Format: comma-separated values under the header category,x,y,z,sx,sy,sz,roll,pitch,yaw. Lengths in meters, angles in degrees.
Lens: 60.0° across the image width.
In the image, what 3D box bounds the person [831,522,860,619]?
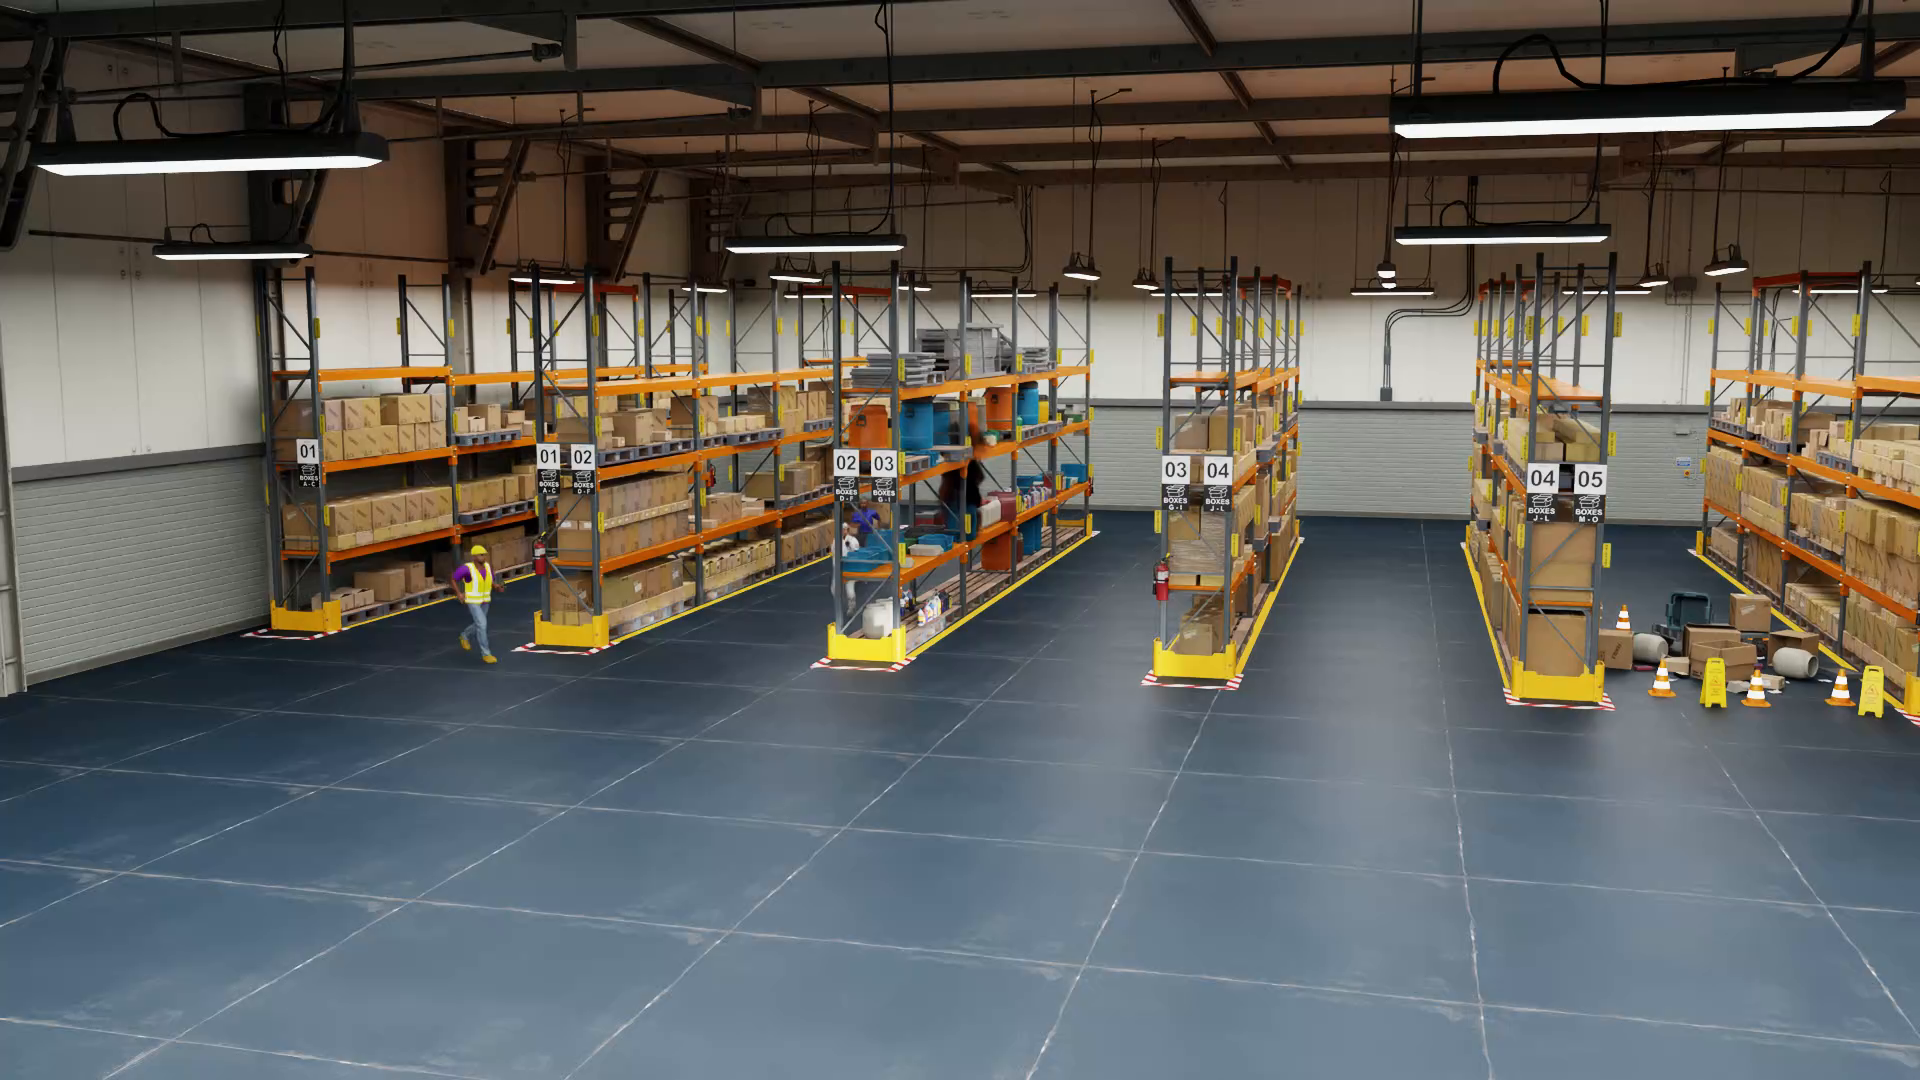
category,x,y,z,sx,sy,sz,roll,pitch,yaw
person,-2.005,0.539,28.909,0.606,1.715,0.725,2,7,14

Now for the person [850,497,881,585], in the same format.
category,x,y,z,sx,sy,sz,roll,pitch,yaw
person,-1.875,-0.010,33.018,0.538,1.706,0.863,2,7,13

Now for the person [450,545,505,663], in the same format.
category,x,y,z,sx,sy,sz,roll,pitch,yaw
person,-7.349,0.948,25.191,0.963,1.760,0.678,5,9,34
